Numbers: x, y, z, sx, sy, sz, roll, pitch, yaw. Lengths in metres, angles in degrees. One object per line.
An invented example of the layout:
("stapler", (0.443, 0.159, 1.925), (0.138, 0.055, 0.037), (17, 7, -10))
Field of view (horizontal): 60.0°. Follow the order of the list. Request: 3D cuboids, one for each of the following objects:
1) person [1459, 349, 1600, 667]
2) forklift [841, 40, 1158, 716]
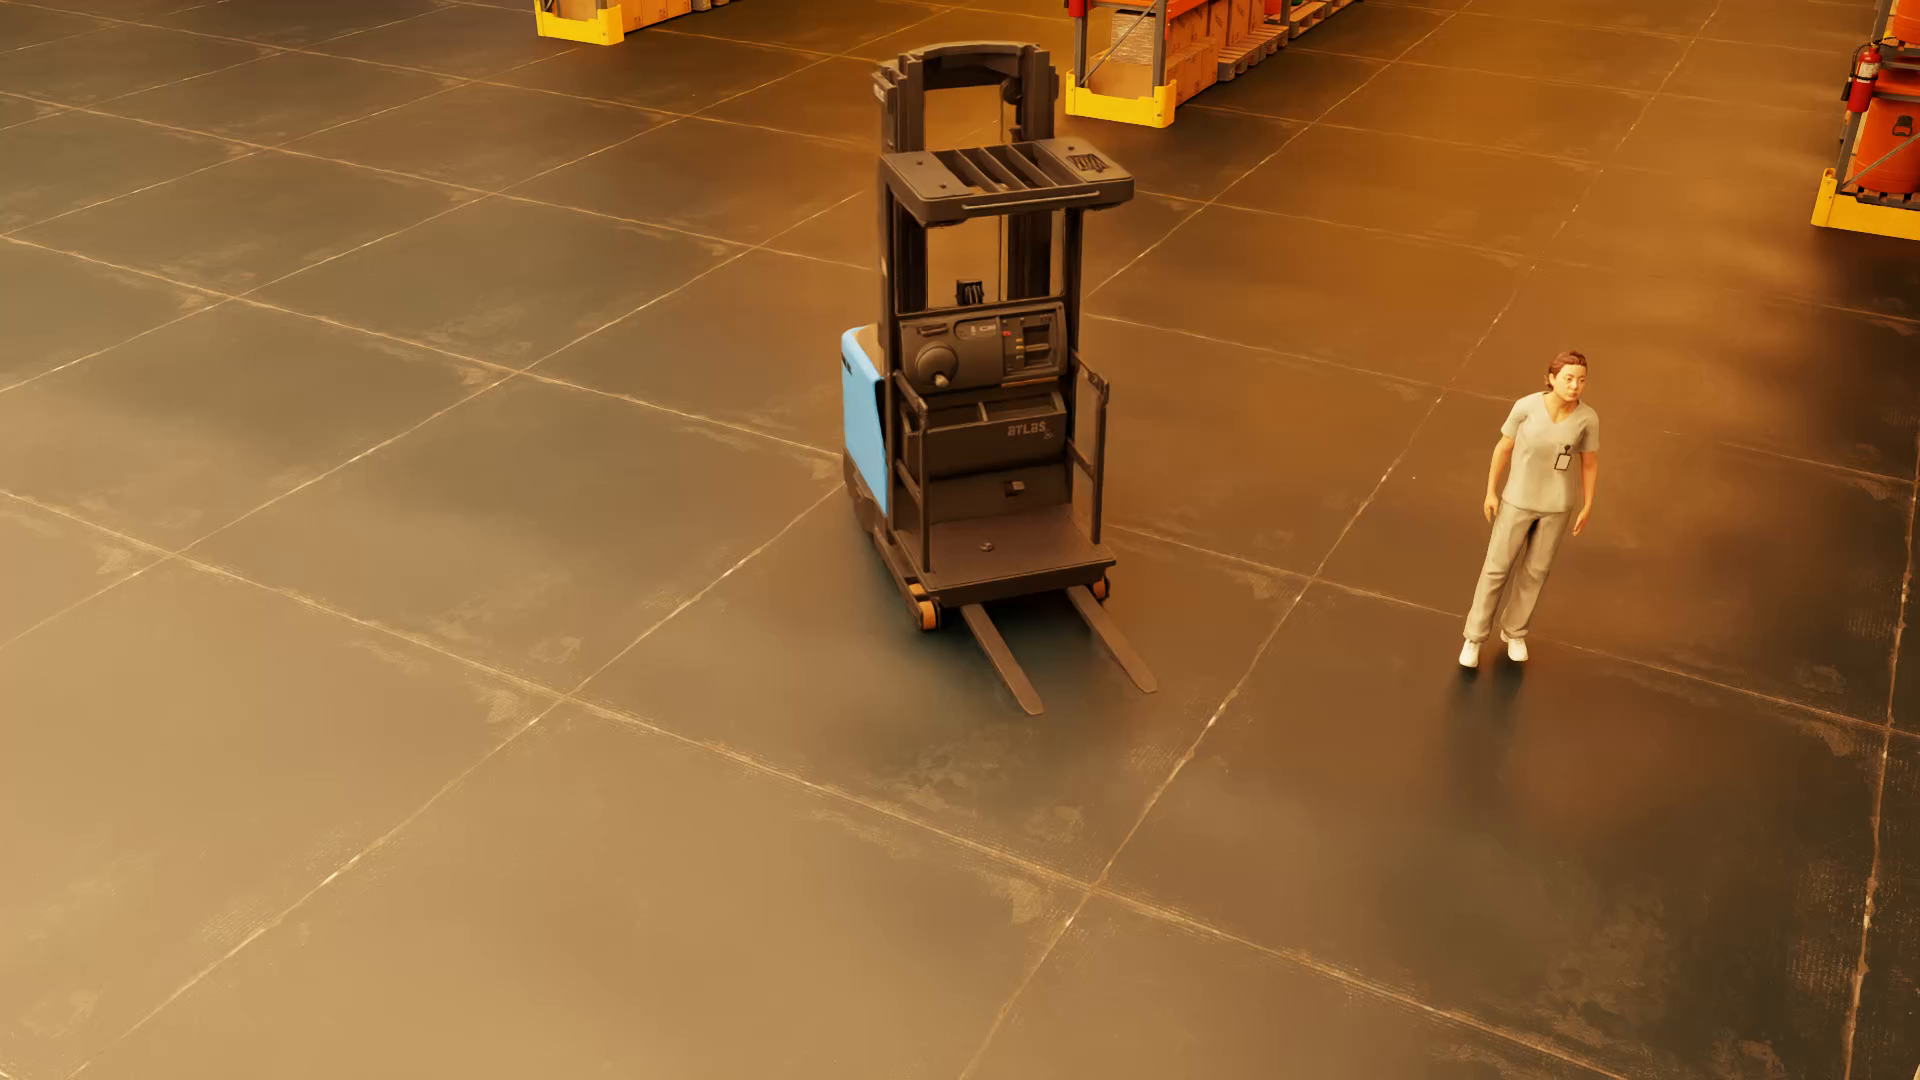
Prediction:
("person", (2.947, -0.148, 8.495), (0.546, 1.674, 0.551), (6, 31, 10))
("forklift", (0.200, -0.996, 8.796), (1.130, 2.935, 3.031), (-9, 31, -15))
